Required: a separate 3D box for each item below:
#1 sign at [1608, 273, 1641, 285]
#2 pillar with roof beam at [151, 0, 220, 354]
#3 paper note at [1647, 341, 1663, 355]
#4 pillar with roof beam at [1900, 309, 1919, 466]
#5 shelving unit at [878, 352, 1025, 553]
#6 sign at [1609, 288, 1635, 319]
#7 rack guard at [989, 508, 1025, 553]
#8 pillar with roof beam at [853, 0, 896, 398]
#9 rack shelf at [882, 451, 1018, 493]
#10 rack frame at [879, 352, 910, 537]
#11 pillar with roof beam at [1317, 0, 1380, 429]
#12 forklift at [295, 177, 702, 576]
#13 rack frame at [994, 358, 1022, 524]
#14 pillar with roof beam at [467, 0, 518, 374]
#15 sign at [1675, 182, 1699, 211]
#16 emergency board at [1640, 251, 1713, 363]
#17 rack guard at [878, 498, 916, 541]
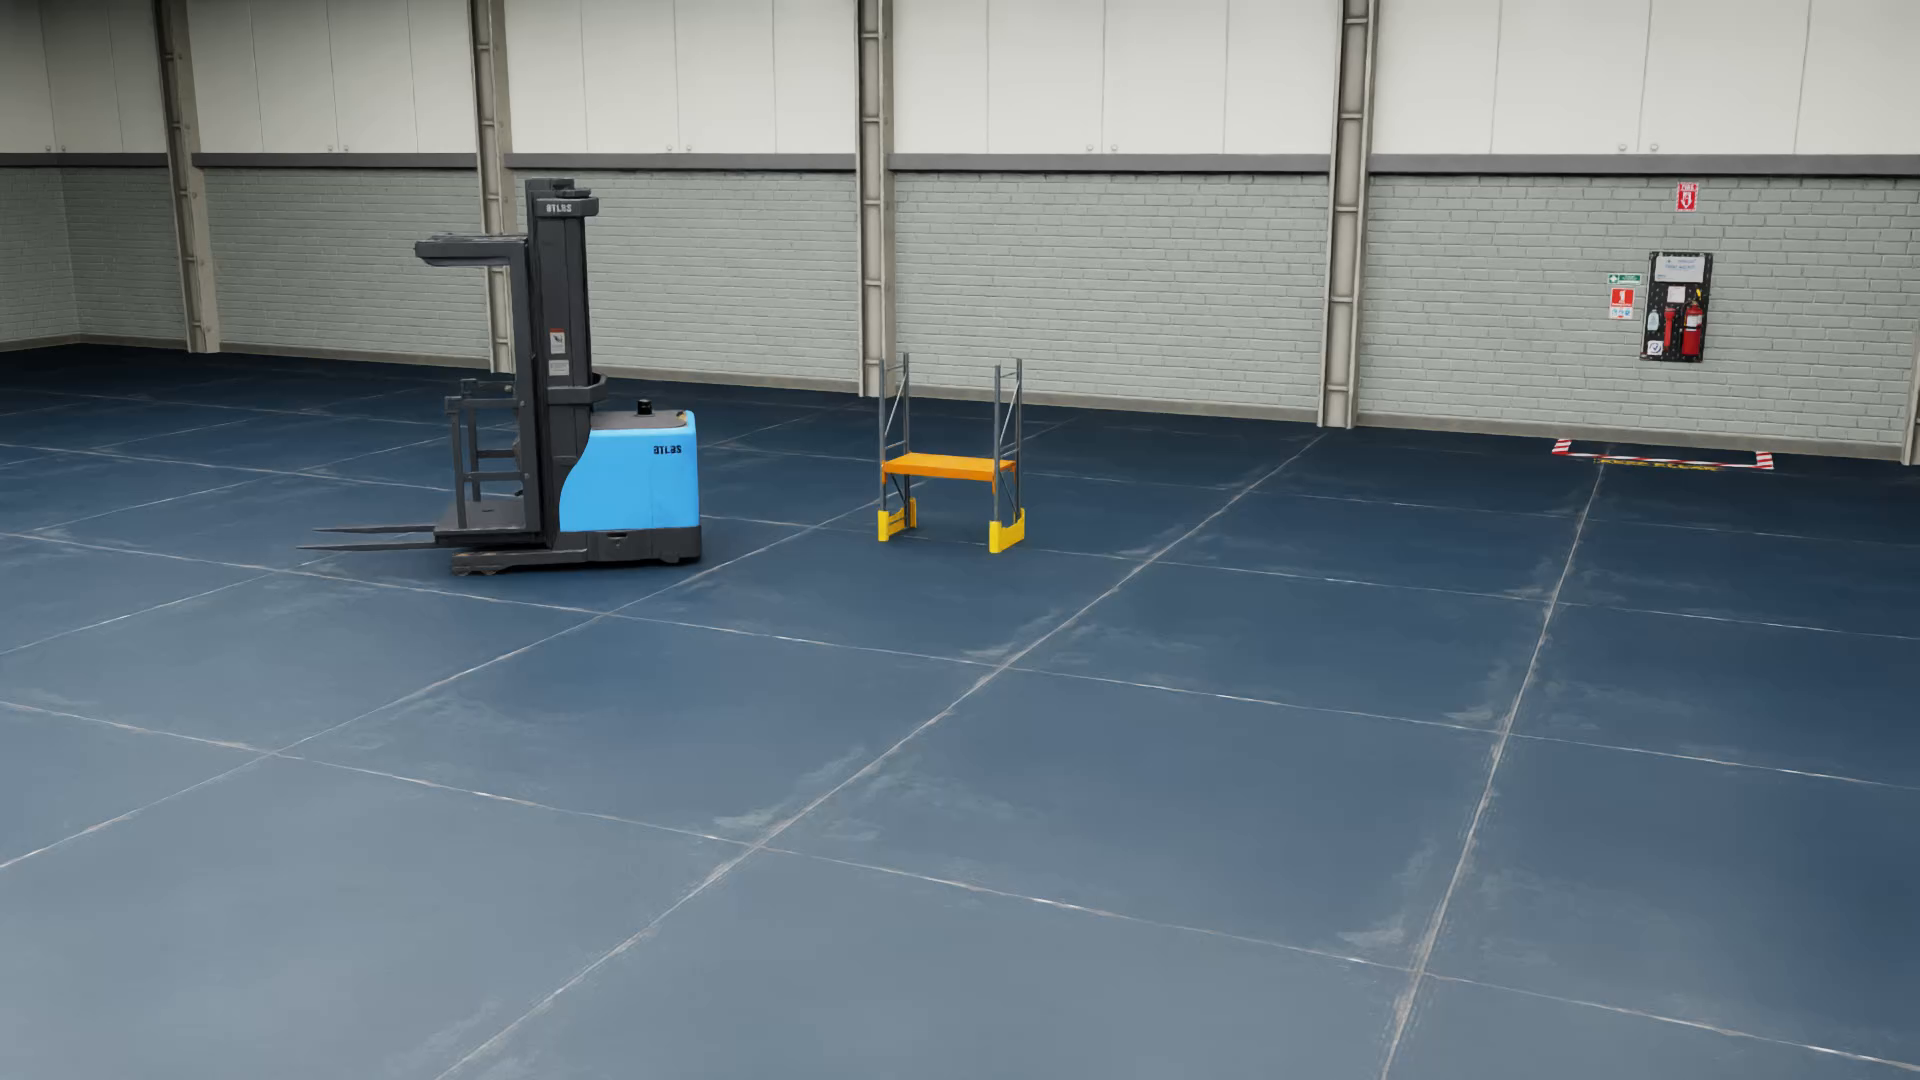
[{"bbox_3d":[7.184,-2.822,17.978,0.331,0.109,0.001,6,14,23],"label":"sign"},{"bbox_3d":[-13.795,-6.482,21.680,0.400,9.000,9.100,6,14,23],"label":"pillar with roof beam"},{"bbox_3d":[7.514,-2.078,17.974,0.142,0.148,0.016,6,14,23],"label":"paper note"},{"bbox_3d":[8.148,-4.261,12.216,0.400,9.000,9.100,6,14,23],"label":"pillar with roof beam"},{"bbox_3d":[-0.070,-0.737,13.614,1.083,1.500,0.587,6,14,23],"label":"shelving unit"},{"bbox_3d":[7.184,-2.566,18.048,0.234,0.329,0.001,6,14,23],"label":"sign"},{"bbox_3d":[0.386,-0.083,13.560,0.087,0.250,0.587,6,14,23],"label":"rack guard"},{"bbox_3d":[-2.824,-5.372,16.948,0.400,9.000,9.100,6,14,23],"label":"pillar with roof beam"},{"bbox_3d":[-0.078,-0.563,13.658,1.000,0.185,0.538,6,14,23],"label":"rack shelf"},{"bbox_3d":[-0.543,-0.785,13.818,0.032,1.500,0.500,6,14,23],"label":"rack frame"},{"bbox_3d":[2.662,-4.816,14.582,0.400,9.000,9.100,6,14,23],"label":"pillar with roof beam"},{"bbox_3d":[-3.578,-1.287,12.822,3.031,2.935,1.130,-2,13,-9],"label":"forklift"},{"bbox_3d":[0.387,-0.691,13.417,0.032,1.500,0.500,6,14,23],"label":"rack frame"},{"bbox_3d":[-8.310,-5.927,19.314,0.400,9.000,9.100,6,14,23],"label":"pillar with roof beam"},{"bbox_3d":[7.681,-3.626,17.569,0.199,0.298,0.001,6,14,23],"label":"sign"},{"bbox_3d":[7.648,-2.476,17.742,0.643,1.169,0.194,6,14,23],"label":"emergency board"},{"bbox_3d":[-0.525,-0.175,13.953,0.087,0.250,0.587,6,14,23],"label":"rack guard"}]
